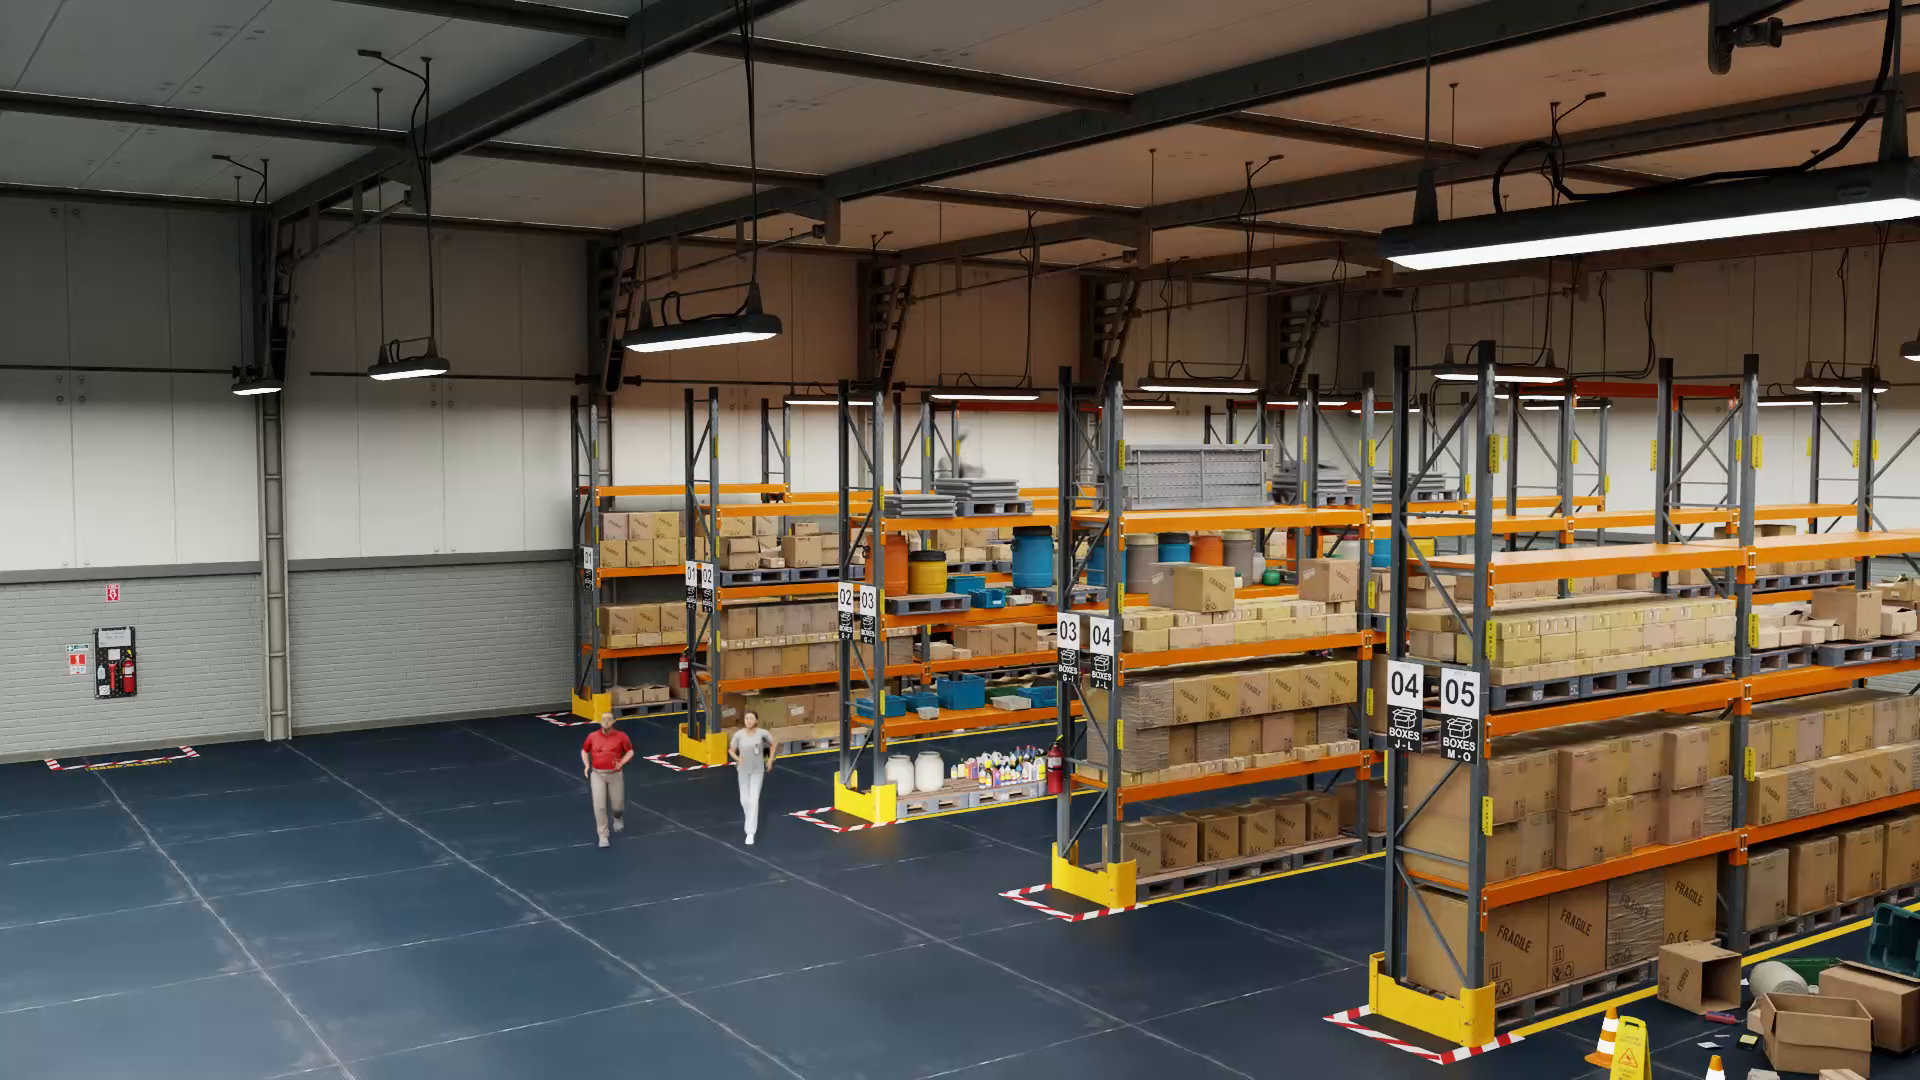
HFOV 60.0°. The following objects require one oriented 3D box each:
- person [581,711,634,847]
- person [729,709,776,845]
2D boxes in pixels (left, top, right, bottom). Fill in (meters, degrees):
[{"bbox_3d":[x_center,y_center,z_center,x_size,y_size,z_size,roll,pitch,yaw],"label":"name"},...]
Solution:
[{"bbox_3d":[-4.527,3.037,21.324,0.672,1.682,0.779,0,3,-7],"label":"person"},{"bbox_3d":[-2.700,3.029,21.597,0.586,1.688,0.850,0,3,2],"label":"person"}]
